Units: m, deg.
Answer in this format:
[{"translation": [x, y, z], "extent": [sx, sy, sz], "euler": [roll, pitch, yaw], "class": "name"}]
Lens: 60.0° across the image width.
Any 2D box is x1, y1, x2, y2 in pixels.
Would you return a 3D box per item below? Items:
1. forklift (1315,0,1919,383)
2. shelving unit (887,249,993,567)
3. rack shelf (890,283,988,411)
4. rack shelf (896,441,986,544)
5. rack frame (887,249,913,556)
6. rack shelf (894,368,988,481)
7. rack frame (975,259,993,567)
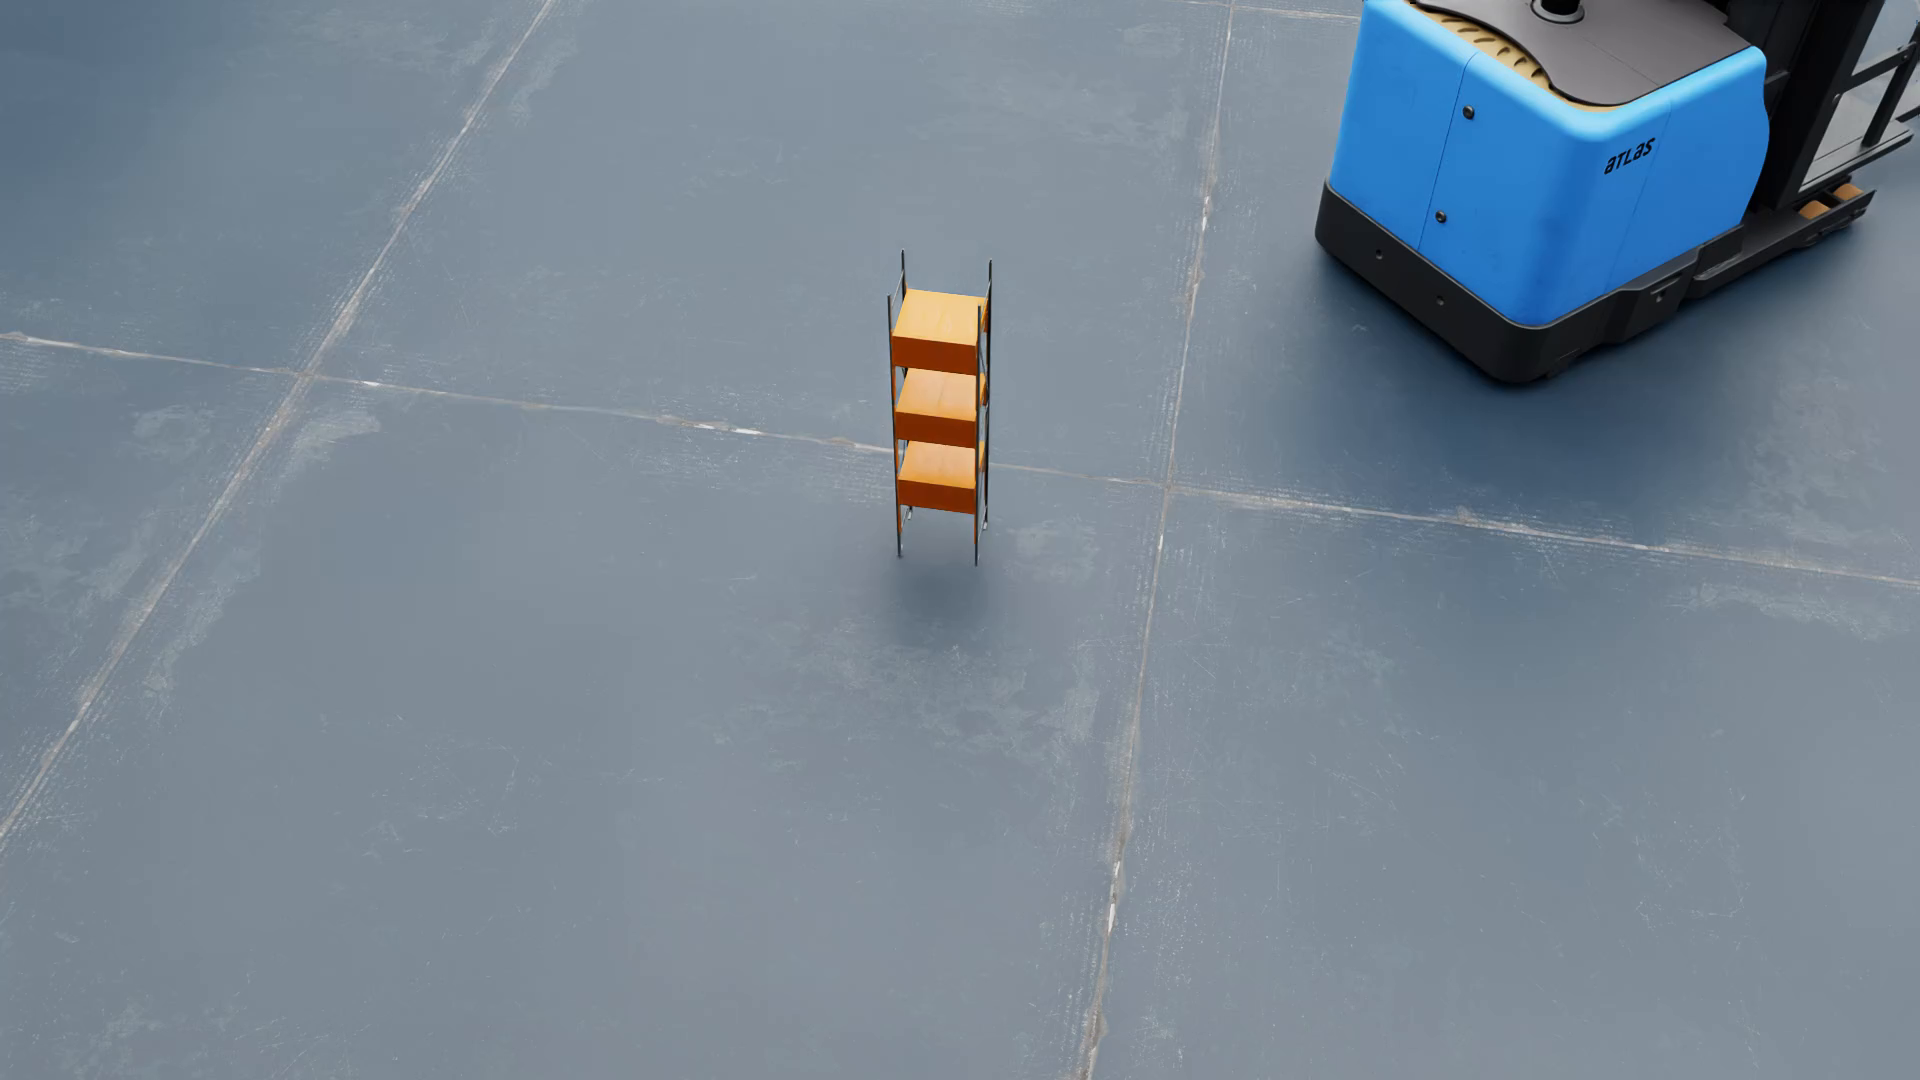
[{"translation": [2.826, -2.383, 5.420], "extent": [3.031, 2.935, 1.130], "euler": [-26, 53, -22], "class": "forklift"}, {"translation": [-0.053, -0.358, 4.866], "extent": [0.252, 1.050, 0.215], "euler": [8, 49, 7], "class": "shelving unit"}, {"translation": [-0.053, -0.541, 4.663], "extent": [0.240, 0.259, 0.215], "euler": [8, 49, 7], "class": "rack shelf"}, {"translation": [-0.053, -0.165, 5.080], "extent": [0.240, 0.259, 0.215], "euler": [8, 49, 7], "class": "rack shelf"}, {"translation": [-0.173, -0.374, 4.880], "extent": [0.008, 1.050, 0.200], "euler": [8, 49, 7], "class": "rack frame"}, {"translation": [-0.053, -0.351, 4.874], "extent": [0.240, 0.259, 0.215], "euler": [8, 49, 7], "class": "rack shelf"}, {"translation": [0.067, -0.342, 4.851], "extent": [0.008, 1.050, 0.200], "euler": [8, 49, 7], "class": "rack frame"}]
